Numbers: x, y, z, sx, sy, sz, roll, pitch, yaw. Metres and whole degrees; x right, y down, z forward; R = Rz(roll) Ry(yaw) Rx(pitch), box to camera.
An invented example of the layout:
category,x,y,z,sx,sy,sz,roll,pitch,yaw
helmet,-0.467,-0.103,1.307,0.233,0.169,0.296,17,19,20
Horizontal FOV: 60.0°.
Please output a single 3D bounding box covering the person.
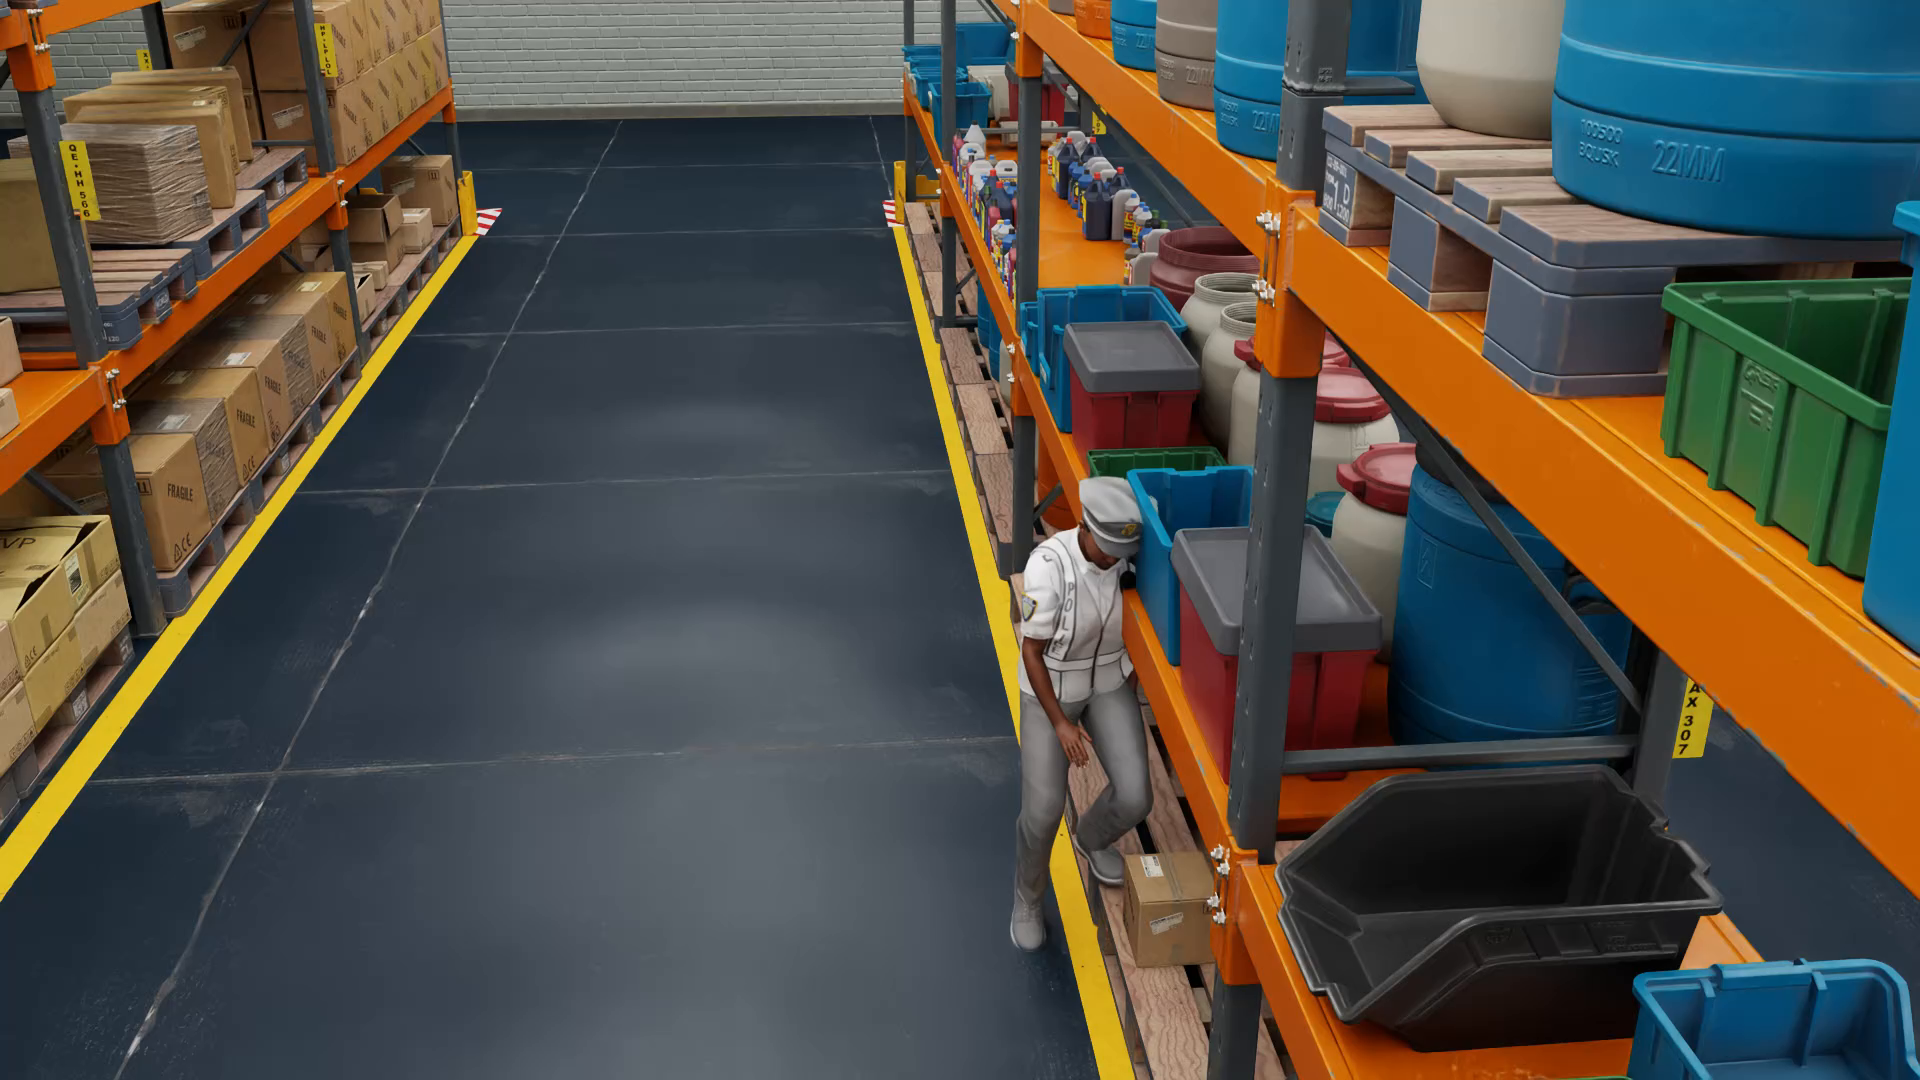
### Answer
category,x,y,z,sx,sy,sz,roll,pitch,yaw
person,0.393,0.567,5.355,0.479,1.678,0.524,-10,26,-22
